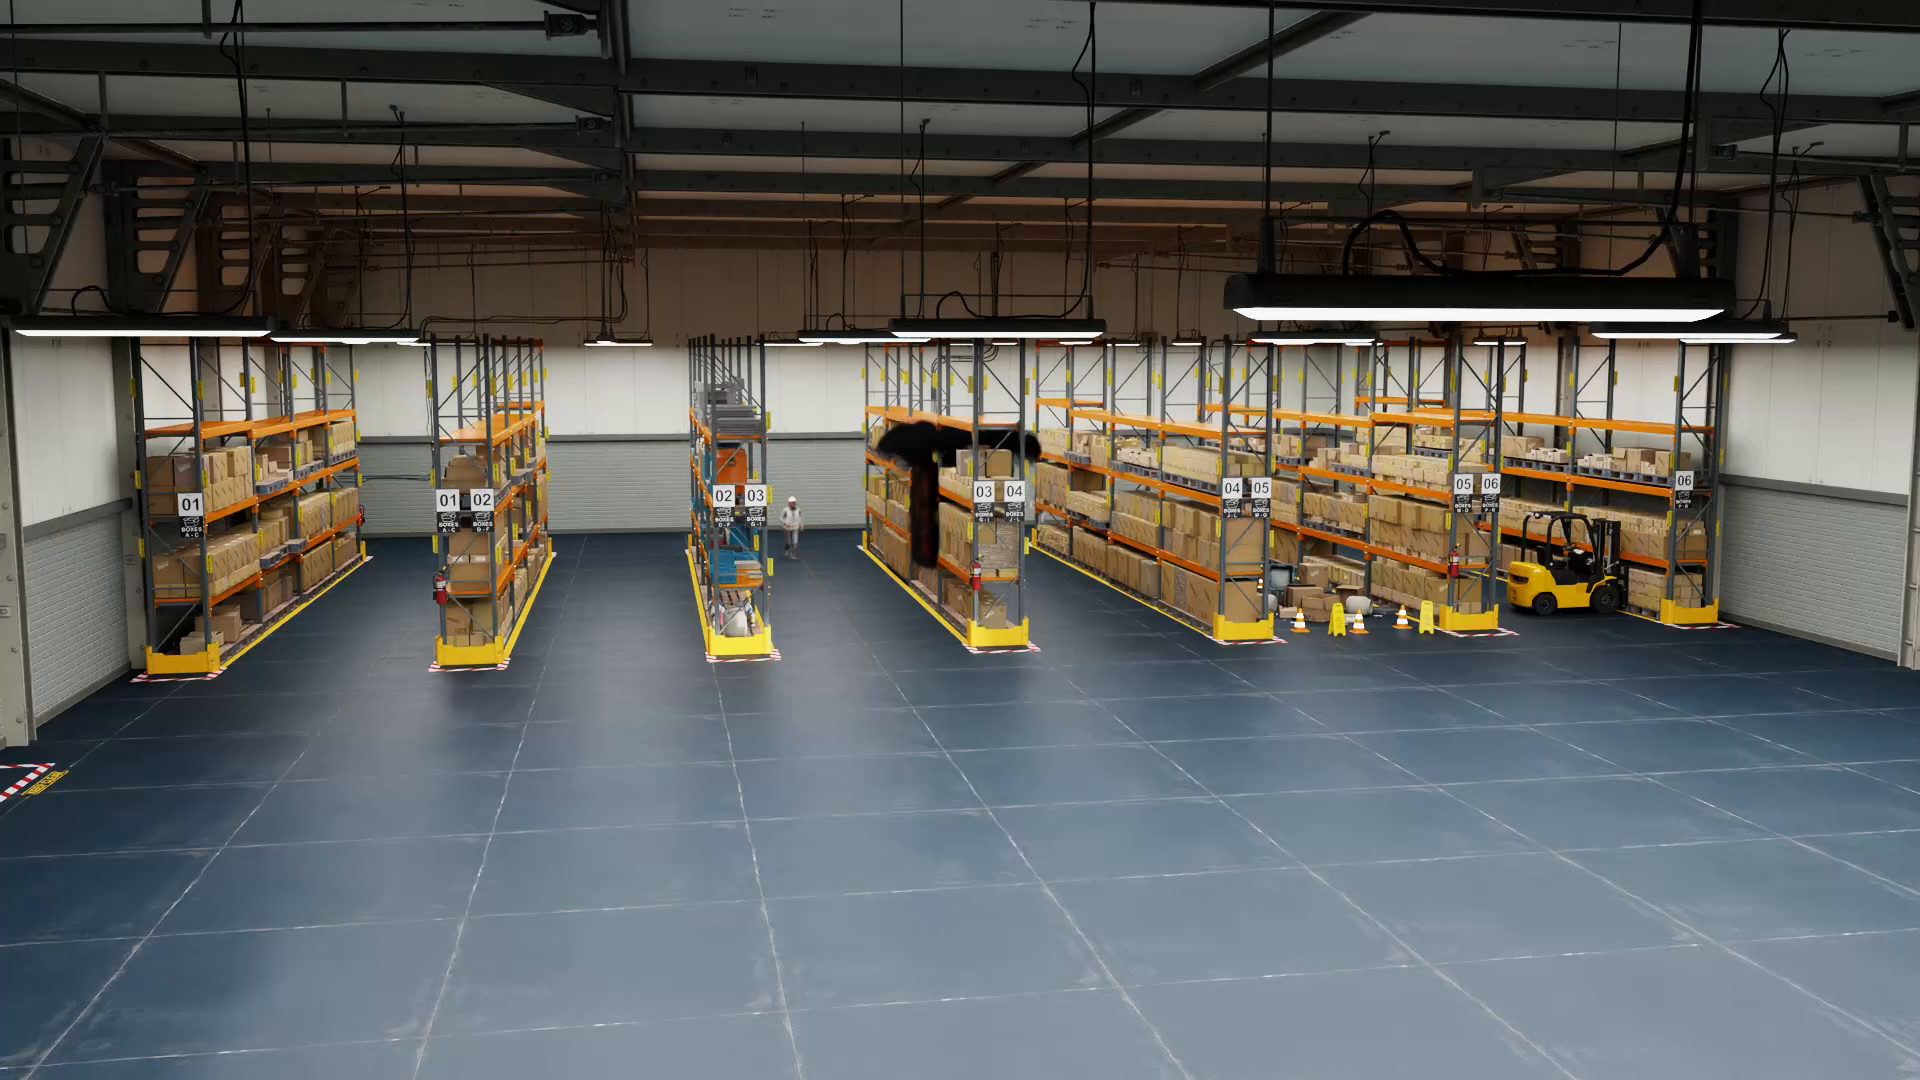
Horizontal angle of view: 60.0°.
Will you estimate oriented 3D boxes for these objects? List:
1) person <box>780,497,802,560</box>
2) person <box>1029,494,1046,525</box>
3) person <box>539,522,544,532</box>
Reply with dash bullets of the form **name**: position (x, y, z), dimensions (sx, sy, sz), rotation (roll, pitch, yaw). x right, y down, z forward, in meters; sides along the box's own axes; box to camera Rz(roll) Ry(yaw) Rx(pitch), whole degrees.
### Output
- **person**: position (-4.630, -0.328, 45.487), dimensions (0.659, 1.724, 0.749), rotation (-3, 7, -23)
- **person**: position (2.416, -0.765, 50.841), dimensions (0.566, 1.344, 0.918), rotation (2, 7, 18)
- **person**: position (-12.603, -0.732, 49.157), dimensions (0.813, 1.689, 0.546), rotation (5, 9, 40)
